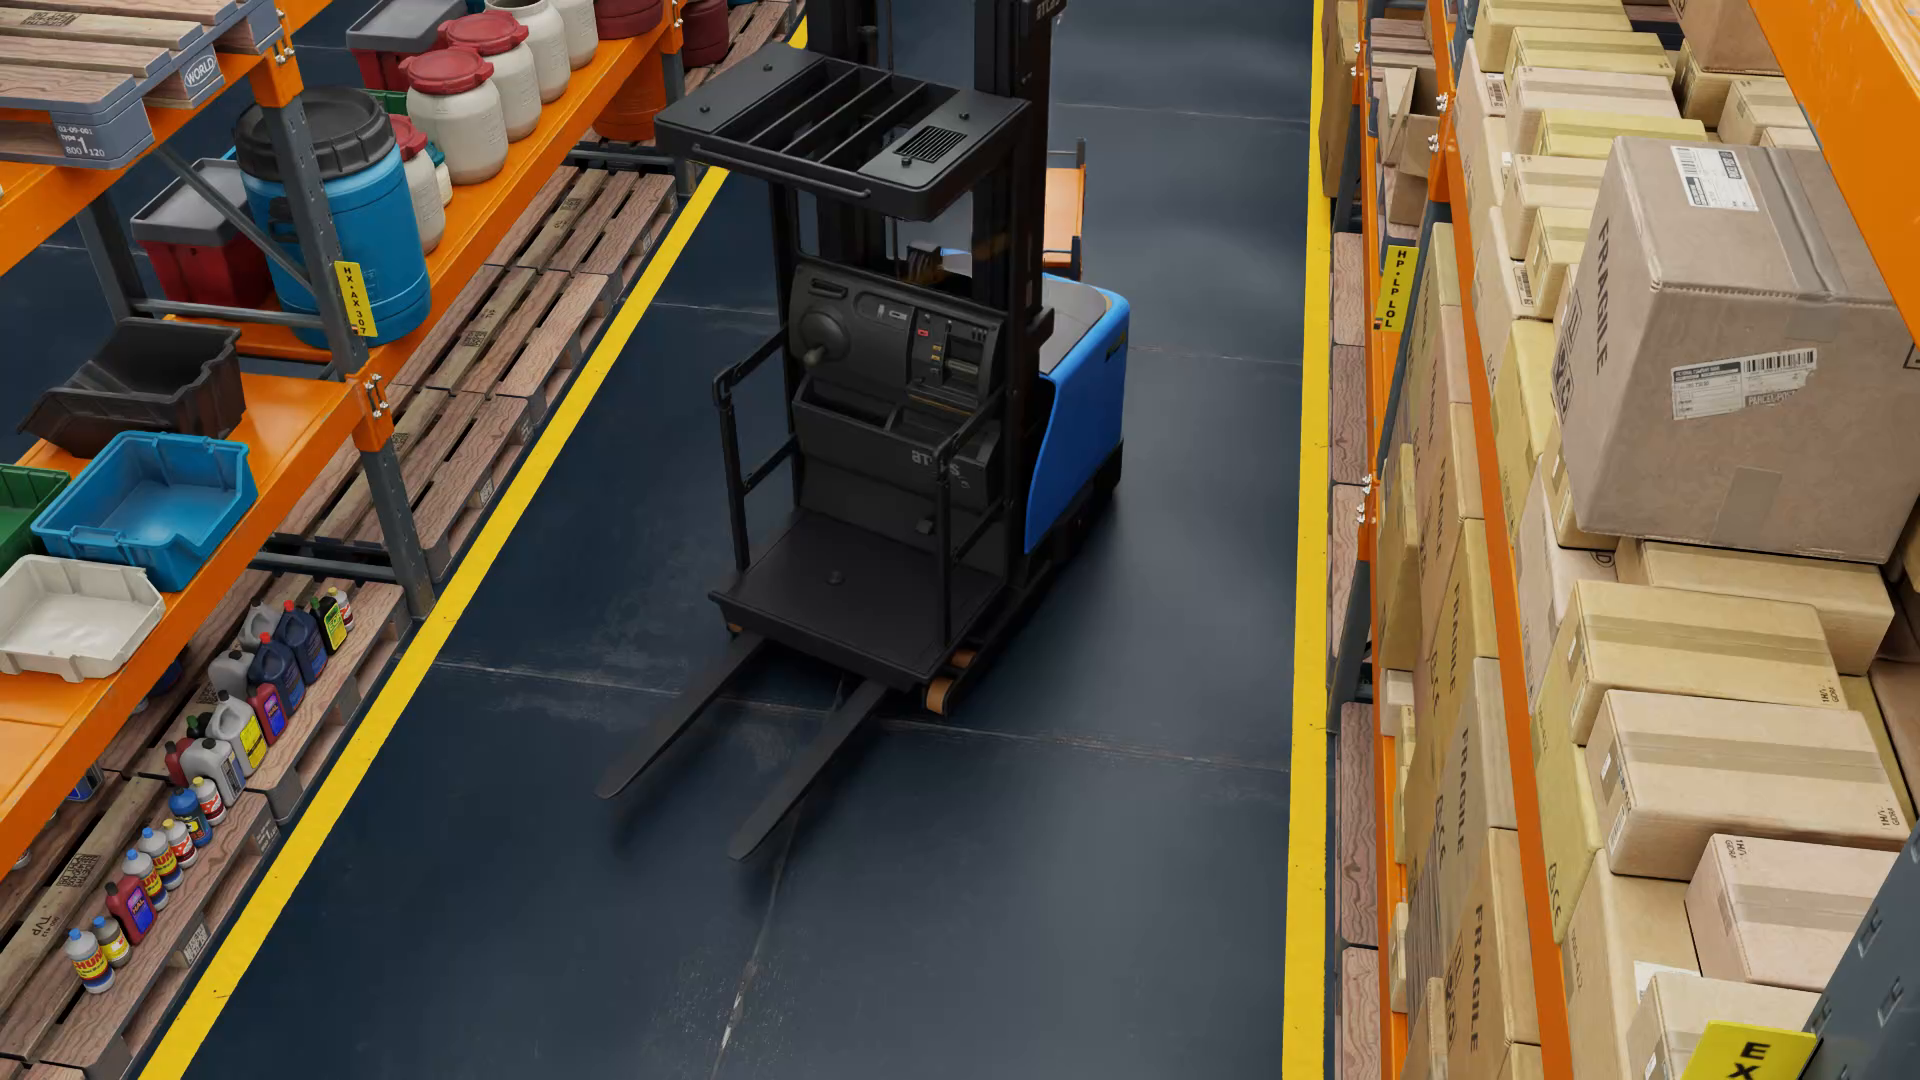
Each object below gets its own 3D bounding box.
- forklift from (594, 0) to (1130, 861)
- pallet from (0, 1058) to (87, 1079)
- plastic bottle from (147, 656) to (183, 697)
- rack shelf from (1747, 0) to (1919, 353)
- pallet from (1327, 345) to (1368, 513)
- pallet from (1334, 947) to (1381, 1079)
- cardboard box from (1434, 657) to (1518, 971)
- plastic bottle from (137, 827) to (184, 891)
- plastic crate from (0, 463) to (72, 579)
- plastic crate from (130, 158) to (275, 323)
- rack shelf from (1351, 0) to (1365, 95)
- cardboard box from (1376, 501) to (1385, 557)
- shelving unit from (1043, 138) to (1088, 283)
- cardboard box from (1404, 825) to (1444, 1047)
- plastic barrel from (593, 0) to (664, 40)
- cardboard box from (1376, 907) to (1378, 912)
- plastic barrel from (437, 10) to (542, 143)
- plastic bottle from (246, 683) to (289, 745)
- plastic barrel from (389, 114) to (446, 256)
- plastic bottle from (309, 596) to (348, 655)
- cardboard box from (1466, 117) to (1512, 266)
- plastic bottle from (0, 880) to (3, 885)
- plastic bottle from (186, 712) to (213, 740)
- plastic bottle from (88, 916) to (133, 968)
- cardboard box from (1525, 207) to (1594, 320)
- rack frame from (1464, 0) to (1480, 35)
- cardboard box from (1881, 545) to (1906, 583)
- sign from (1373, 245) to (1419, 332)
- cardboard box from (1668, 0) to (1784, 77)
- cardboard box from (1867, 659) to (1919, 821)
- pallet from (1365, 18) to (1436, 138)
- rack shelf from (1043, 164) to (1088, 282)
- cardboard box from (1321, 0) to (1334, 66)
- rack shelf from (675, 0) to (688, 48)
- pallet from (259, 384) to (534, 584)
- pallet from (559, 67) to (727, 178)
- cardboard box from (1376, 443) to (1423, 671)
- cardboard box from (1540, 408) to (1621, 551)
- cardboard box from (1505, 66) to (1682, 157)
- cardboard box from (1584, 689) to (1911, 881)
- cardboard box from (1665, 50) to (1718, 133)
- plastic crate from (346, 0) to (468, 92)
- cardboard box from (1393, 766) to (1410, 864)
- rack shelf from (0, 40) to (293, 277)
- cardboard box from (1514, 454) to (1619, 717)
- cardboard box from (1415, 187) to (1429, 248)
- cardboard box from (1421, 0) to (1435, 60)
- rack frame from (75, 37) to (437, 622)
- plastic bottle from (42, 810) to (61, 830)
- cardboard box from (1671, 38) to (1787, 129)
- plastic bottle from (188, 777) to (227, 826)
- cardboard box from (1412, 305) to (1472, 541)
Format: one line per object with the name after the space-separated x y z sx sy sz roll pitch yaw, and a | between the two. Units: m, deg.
-0.370 -0.732 6.432 1.130 2.935 3.031 19 43 22 | forklift
-3.442 2.137 5.096 1.003 0.211 1.213 6 40 8 | pallet
-3.268 0.443 6.691 0.144 0.351 0.185 6 40 8 | plastic bottle
1.670 -1.118 2.704 1.077 0.370 4.000 6 40 8 | rack shelf
2.358 -0.521 8.312 1.003 0.211 1.213 6 40 8 | pallet
1.726 1.929 5.349 1.003 0.211 1.213 6 40 8 | pallet
1.346 0.632 3.632 0.500 0.500 0.500 6 40 8 | cardboard box
-2.857 1.125 5.928 0.097 0.271 0.097 0 40 0 | plastic bottle
-3.375 0.017 5.639 0.450 0.188 0.662 6 40 8 | plastic crate
-3.080 -1.248 6.952 0.402 0.464 0.583 6 40 8 | plastic crate
3.054 -3.828 10.687 1.077 0.370 4.000 6 40 8 | rack shelf
1.627 0.015 5.672 0.380 0.149 0.250 6 40 8 | cardboard box
0.358 -1.321 8.562 0.538 1.125 1.048 3 40 4 | shelving unit
1.544 1.040 3.924 0.875 0.500 0.500 6 40 8 | cardboard box
-1.952 -3.124 9.164 0.600 0.536 0.708 6 40 8 | plastic barrel
1.816 1.069 5.832 0.500 0.500 0.500 19 43 21 | cardboard box
-2.279 -2.246 8.103 0.433 0.535 0.433 0 40 0 | plastic barrel
-2.710 0.655 6.487 0.061 0.283 0.133 9 40 11 | plastic bottle
-2.481 -1.514 7.218 0.433 0.535 0.433 0 40 0 | plastic barrel
-2.620 0.330 6.880 0.061 0.283 0.133 8 40 10 | plastic bottle
1.599 -0.851 4.286 0.500 0.250 0.500 6 40 7 | cardboard box
-3.493 1.157 5.879 0.061 0.283 0.133 6 40 8 | plastic bottle
-2.884 0.756 6.365 0.061 0.283 0.133 6 40 8 | plastic bottle
-2.916 1.365 5.692 0.097 0.201 0.097 0 40 0 | plastic bottle
1.468 -0.599 3.668 0.380 0.149 0.250 6 40 7 | cardboard box
2.016 -2.651 3.992 1.000 3.000 0.127 6 40 8 | rack frame
1.858 -0.041 2.993 0.380 0.149 0.250 5 40 6 | cardboard box
1.469 -0.845 5.606 0.100 0.325 0.005 6 40 8 | sign
2.189 -1.531 4.286 0.500 0.500 0.500 5 40 6 | cardboard box
1.745 0.474 2.683 0.500 0.250 0.500 6 40 7 | cardboard box
2.690 -2.317 8.446 1.213 0.211 1.003 6 40 8 | pallet
0.358 -1.547 8.376 0.538 0.278 1.000 3 40 4 | rack shelf
3.156 -3.738 11.352 1.225 0.875 0.875 5 40 6 | cardboard box
-1.824 -4.374 11.348 1.077 0.370 4.000 6 40 8 | rack shelf
-2.764 -0.308 8.054 1.003 0.211 1.213 6 40 8 | pallet
-2.075 -2.821 11.093 1.003 0.211 1.213 6 40 8 | pallet
1.756 0.093 5.068 0.875 0.500 0.500 6 40 8 | cardboard box
1.297 -0.105 3.071 0.380 0.149 0.250 5 40 5 | cardboard box
1.609 -1.078 4.248 0.380 0.149 0.250 7 40 8 | cardboard box
1.165 0.376 2.489 0.380 0.149 0.250 5 40 6 | cardboard box
2.194 -1.123 4.614 0.500 0.250 0.500 8 40 9 | cardboard box
-2.751 -2.440 8.394 0.402 0.464 0.583 6 40 8 | plastic crate
1.436 0.802 4.720 0.380 0.149 0.250 6 40 8 | cardboard box
-3.208 -0.509 4.319 1.077 0.370 4.000 6 40 8 | rack shelf
1.338 0.108 3.126 0.500 0.250 0.500 7 40 9 | cardboard box
2.292 -1.216 6.163 1.000 1.000 1.000 7 40 8 | cardboard box
2.654 -2.707 8.359 0.500 0.500 0.500 2 40 2 | cardboard box
-2.862 -0.886 6.564 1.000 3.000 0.127 6 40 8 | rack frame
-3.422 0.972 6.168 0.097 0.201 0.097 0 40 0 | plastic bottle
2.108 -1.198 4.392 0.380 0.149 0.250 7 40 8 | cardboard box
-2.804 0.961 6.181 0.097 0.201 0.097 0 40 0 | plastic bottle
1.603 -0.310 4.771 0.500 0.500 0.500 6 40 8 | cardboard box
